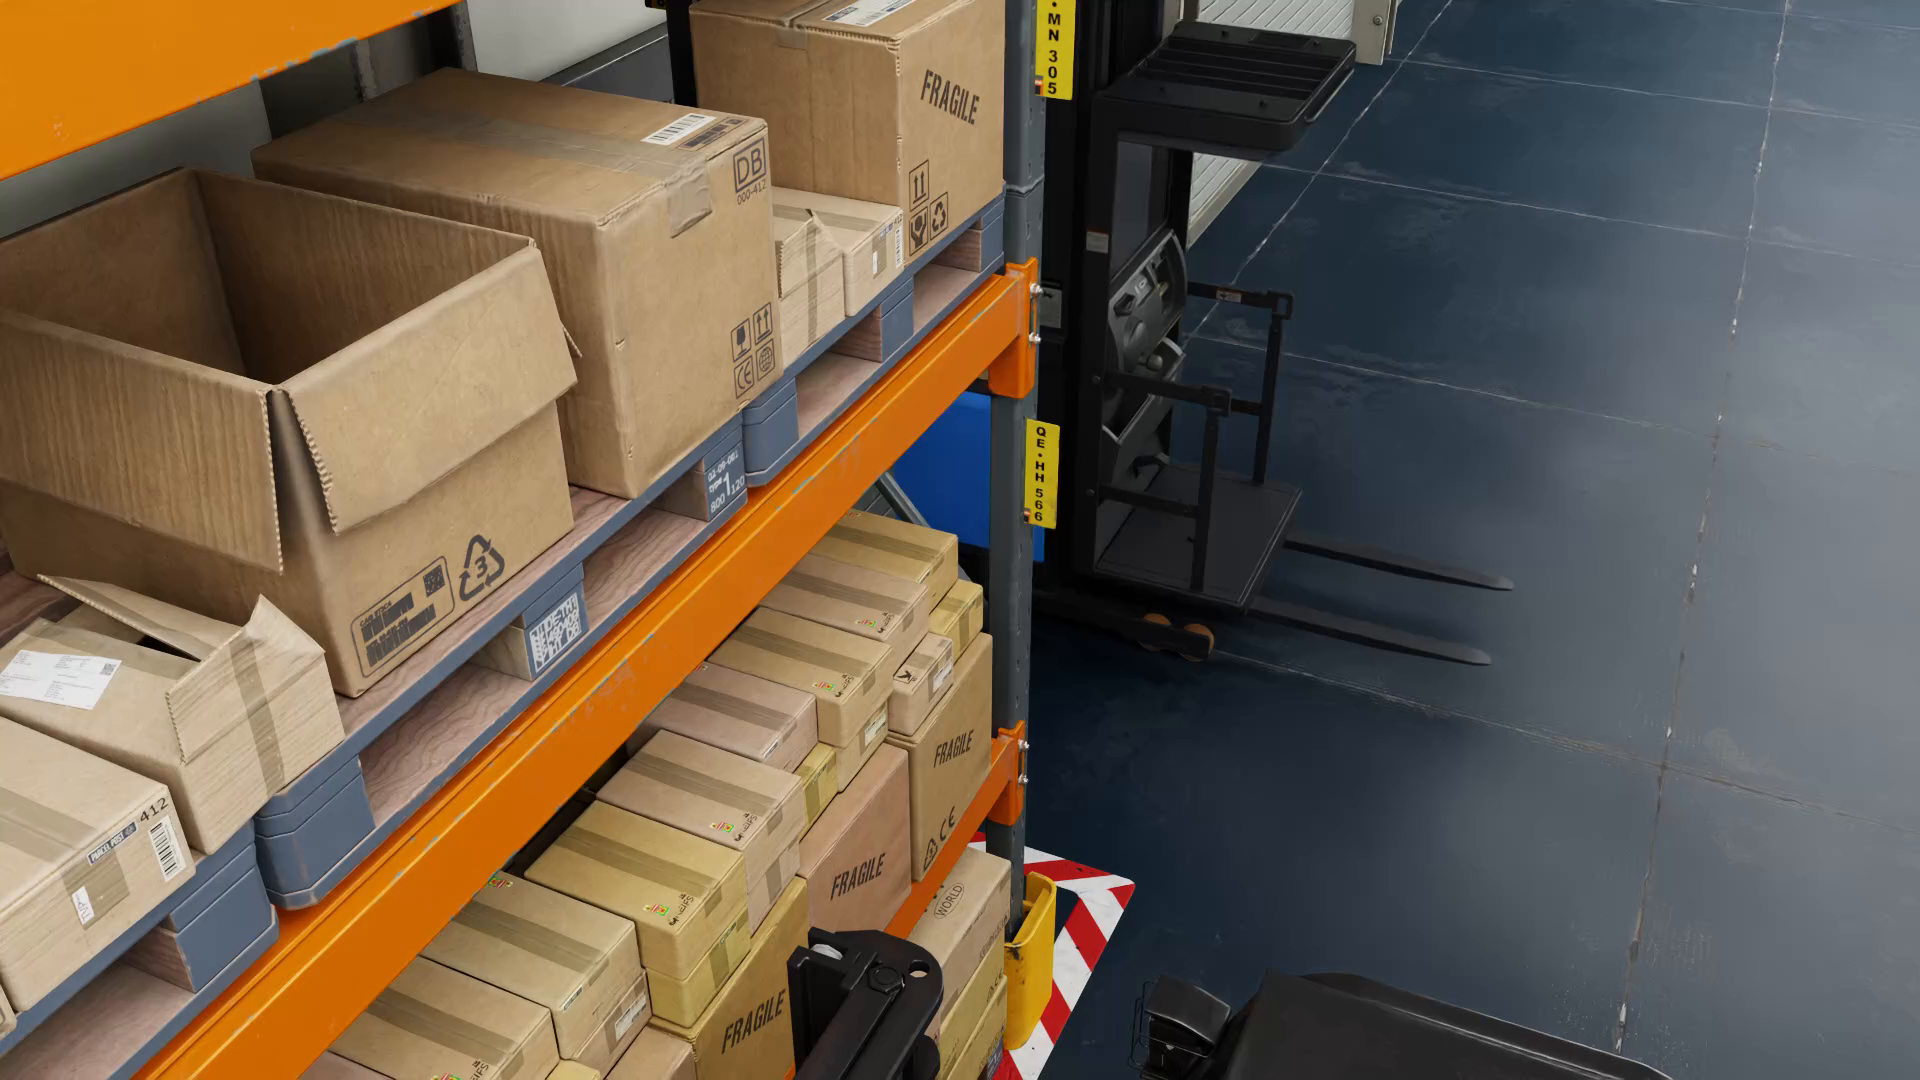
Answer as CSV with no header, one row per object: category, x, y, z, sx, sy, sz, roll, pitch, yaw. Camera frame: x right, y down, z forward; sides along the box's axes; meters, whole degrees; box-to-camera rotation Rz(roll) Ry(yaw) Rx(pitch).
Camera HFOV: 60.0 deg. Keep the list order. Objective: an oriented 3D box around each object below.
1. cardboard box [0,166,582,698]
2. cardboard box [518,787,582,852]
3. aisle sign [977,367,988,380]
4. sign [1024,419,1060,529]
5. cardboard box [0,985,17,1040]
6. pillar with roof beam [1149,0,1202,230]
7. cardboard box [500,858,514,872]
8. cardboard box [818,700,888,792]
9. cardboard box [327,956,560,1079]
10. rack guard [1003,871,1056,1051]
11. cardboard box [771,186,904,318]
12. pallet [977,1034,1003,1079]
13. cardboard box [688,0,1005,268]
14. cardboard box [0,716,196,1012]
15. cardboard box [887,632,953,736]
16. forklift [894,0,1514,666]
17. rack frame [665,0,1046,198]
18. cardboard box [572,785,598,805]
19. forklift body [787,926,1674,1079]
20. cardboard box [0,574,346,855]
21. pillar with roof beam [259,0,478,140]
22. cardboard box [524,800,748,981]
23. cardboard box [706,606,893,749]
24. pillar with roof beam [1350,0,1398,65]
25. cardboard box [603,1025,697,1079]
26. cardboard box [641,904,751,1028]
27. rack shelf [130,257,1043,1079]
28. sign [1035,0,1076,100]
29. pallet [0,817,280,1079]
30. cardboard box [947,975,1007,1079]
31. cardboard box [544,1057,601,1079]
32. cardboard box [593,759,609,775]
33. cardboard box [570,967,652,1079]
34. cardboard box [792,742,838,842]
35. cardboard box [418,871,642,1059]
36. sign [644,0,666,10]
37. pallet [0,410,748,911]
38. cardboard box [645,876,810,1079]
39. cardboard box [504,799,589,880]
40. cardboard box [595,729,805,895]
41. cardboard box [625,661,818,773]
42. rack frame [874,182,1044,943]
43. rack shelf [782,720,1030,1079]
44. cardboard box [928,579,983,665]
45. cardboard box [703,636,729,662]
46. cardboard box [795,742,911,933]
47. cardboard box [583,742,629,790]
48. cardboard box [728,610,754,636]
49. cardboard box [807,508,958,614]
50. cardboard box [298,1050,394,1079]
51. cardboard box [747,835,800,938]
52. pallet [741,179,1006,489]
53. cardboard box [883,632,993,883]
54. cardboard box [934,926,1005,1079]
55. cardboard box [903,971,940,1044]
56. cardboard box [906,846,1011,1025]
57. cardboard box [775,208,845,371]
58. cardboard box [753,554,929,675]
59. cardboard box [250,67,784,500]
cardboard box,-1.032,-0.194,2.506,0.797,0.503,0.637,15,36,22
cardboard box,-1.140,0.561,3.977,0.380,0.149,0.250,15,36,21
aisle sign,0.025,-0.778,4.330,0.394,0.787,0.004,14,36,20
sign,0.218,-0.177,4.512,0.100,0.325,0.005,14,36,20
cardboard box,-1.373,0.474,1.663,0.500,0.311,0.500,15,36,21
pillar with roof beam,5.041,-4.095,6.288,9.100,9.000,0.400,14,36,20
cardboard box,-1.249,0.695,3.771,0.380,0.149,0.250,15,36,22
cardboard box,-0.404,0.448,4.148,0.380,0.149,0.250,15,36,21
cardboard box,-0.985,0.951,3.110,0.380,0.149,0.250,14,36,21
rack guard,-0.259,1.308,5.799,1.175,0.500,0.348,14,36,20
cardboard box,-0.340,-0.610,3.463,0.380,0.149,0.250,13,35,19
pallet,-0.551,1.831,5.264,1.003,0.211,1.213,14,36,20
cardboard box,-0.233,-0.962,3.681,0.500,0.500,0.500,15,36,22
cardboard box,-1.158,0.364,1.979,0.380,0.149,0.250,15,36,22
cardboard box,-0.240,0.333,4.324,0.380,0.149,0.250,15,36,21
forklift,0.997,-1.017,7.128,3.031,2.935,1.130,14,36,20
rack frame,-0.269,-2.234,3.450,1.000,3.000,0.127,14,36,20
cardboard box,-0.926,0.681,4.385,0.500,0.500,0.500,15,36,22
forklift body,0.594,1.993,3.249,2.313,2.155,1.214,14,36,20
cardboard box,-1.046,0.182,2.150,0.396,0.266,0.258,13,36,19
pillar with roof beam,2.531,-1.106,1.731,9.100,9.000,0.400,14,36,20
cardboard box,-0.671,0.723,3.458,0.380,0.149,0.250,15,36,21
cardboard box,-0.387,0.331,4.056,0.380,0.149,0.250,15,36,22
pillar with roof beam,7.552,-7.083,10.845,9.100,9.000,0.400,14,36,20
cardboard box,-0.877,1.303,3.436,0.500,0.500,0.500,14,36,21
cardboard box,-0.674,0.843,3.546,0.380,0.149,0.250,14,36,21
rack shelf,-1.106,0.317,2.951,1.077,0.370,4.000,14,36,20
sign,0.218,-1.185,3.851,0.100,0.325,0.005,14,36,20
pallet,-1.609,0.619,1.916,1.003,0.211,1.213,14,36,20
cardboard box,-0.179,1.556,5.267,0.500,0.250,0.500,14,36,21
cardboard box,-0.905,1.090,3.169,0.380,0.149,0.250,13,36,20
cardboard box,-1.046,0.470,3.844,0.380,0.149,0.250,15,36,22
cardboard box,-0.861,0.947,3.388,0.380,0.149,0.250,14,36,20
cardboard box,-0.518,0.569,3.964,0.380,0.149,0.250,14,36,20
cardboard box,-0.864,0.829,3.295,0.380,0.149,0.250,15,36,21
sign,-0.771,-1.508,4.210,0.100,0.325,0.005,14,36,20
pallet,-1.098,0.014,2.839,1.003,0.211,1.213,14,36,20
cardboard box,-0.676,1.050,3.822,0.500,0.500,0.500,13,36,20
cardboard box,-1.133,0.932,4.002,0.500,0.500,0.500,14,36,20
cardboard box,-0.567,0.593,3.656,0.380,0.149,0.250,15,36,22
cardboard box,-0.559,0.438,3.893,0.380,0.149,0.250,14,36,21
rack frame,-0.269,0.275,5.095,1.000,3.000,0.127,14,36,20
rack shelf,-1.106,1.572,3.773,1.077,0.370,4.000,14,36,20
cardboard box,-0.160,0.199,4.529,0.380,0.149,0.250,15,36,21
cardboard box,-0.804,0.334,4.323,0.380,0.149,0.250,14,36,20
cardboard box,-0.462,0.795,4.211,0.500,0.500,0.500,15,36,22
cardboard box,-0.971,0.453,4.141,0.380,0.149,0.250,13,35,19
cardboard box,-0.692,0.209,4.513,0.380,0.149,0.250,14,36,20
cardboard box,-0.228,0.064,4.463,0.380,0.149,0.250,14,36,21
cardboard box,-1.073,1.079,2.915,0.380,0.149,0.250,14,36,20
cardboard box,-0.587,0.713,3.745,0.380,0.149,0.250,13,35,19
pallet,-0.589,-0.596,3.769,1.003,0.211,1.213,14,36,20
cardboard box,-0.237,0.538,4.602,0.500,0.500,0.500,13,36,19
cardboard box,-0.189,1.354,5.118,0.500,0.250,0.500,14,36,20
cardboard box,-0.387,1.388,4.611,0.500,0.250,0.500,15,36,21
cardboard box,-0.179,1.132,5.001,0.500,0.250,0.500,15,36,22
cardboard box,-0.446,-0.532,3.239,0.396,0.266,0.258,14,36,21
cardboard box,-0.303,0.194,4.264,0.380,0.149,0.250,14,36,21
cardboard box,-0.752,-0.475,2.938,0.700,0.500,0.500,14,36,21
